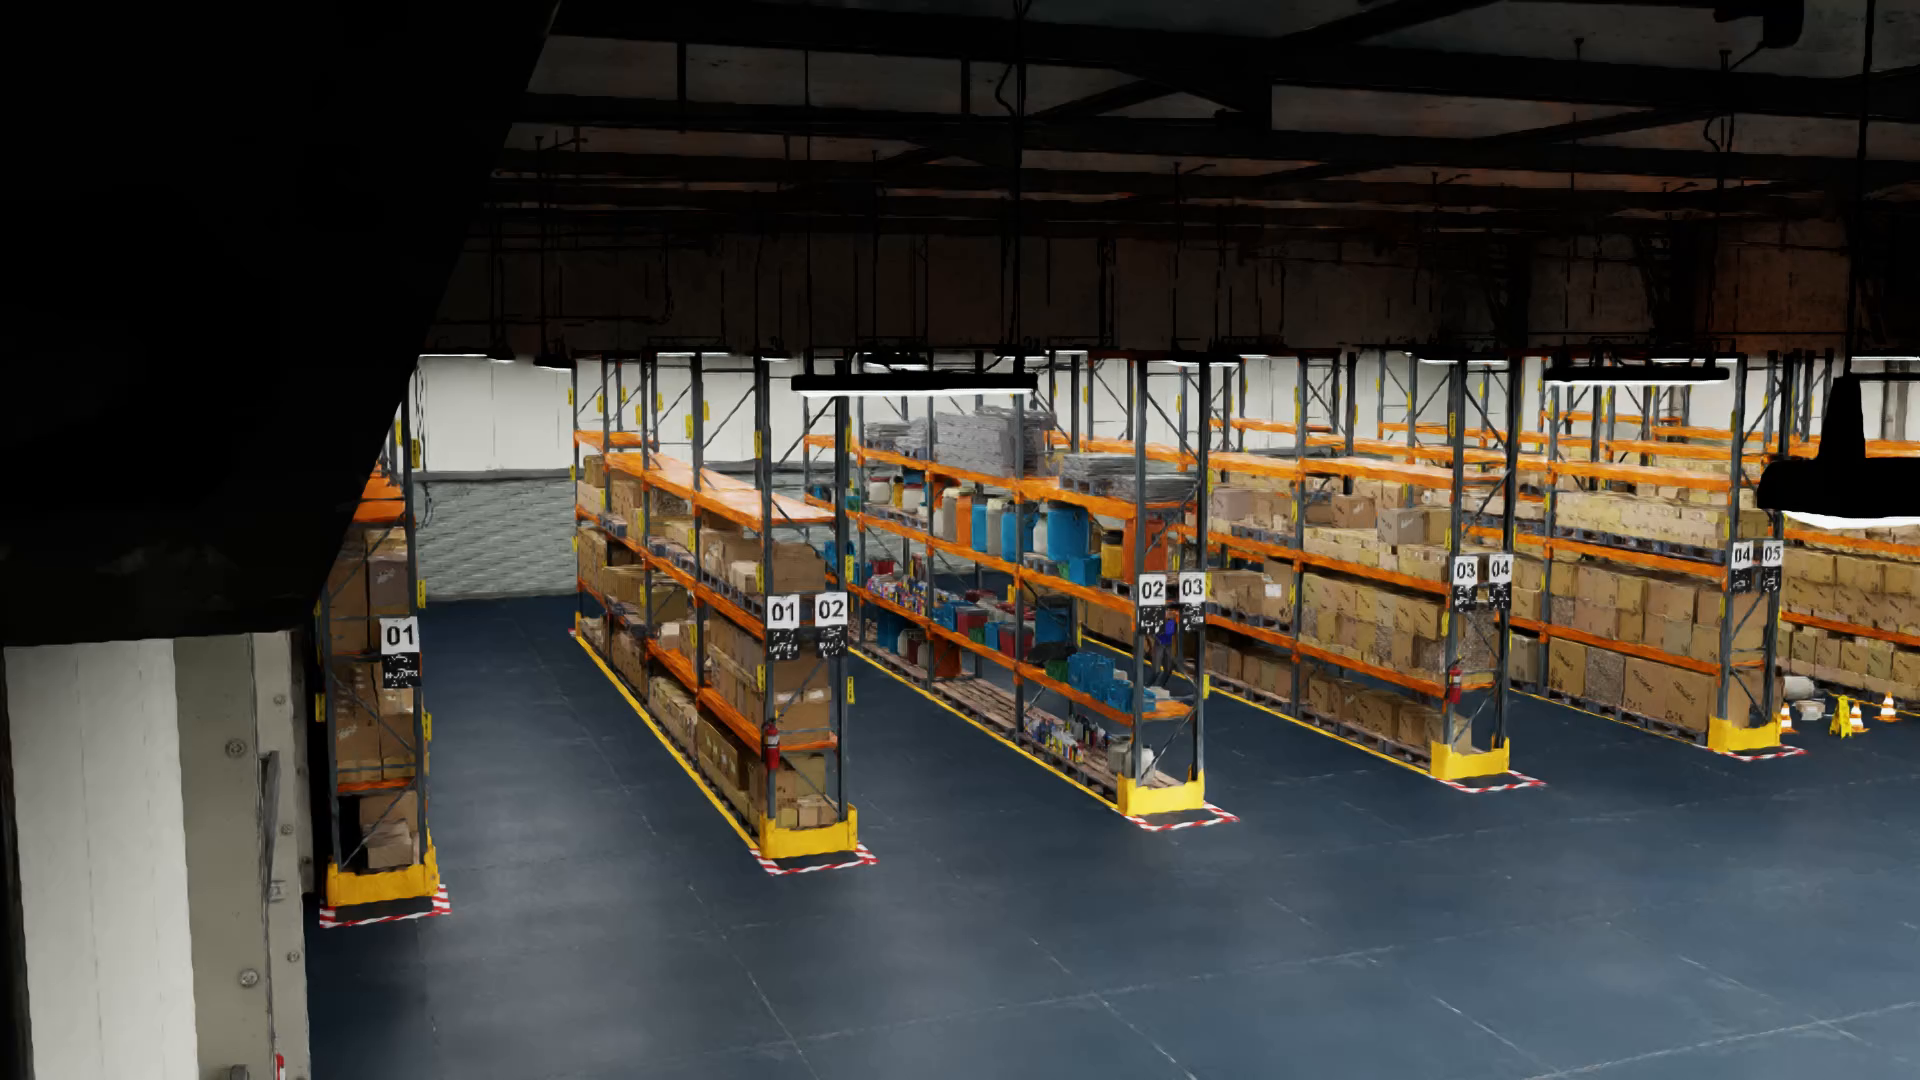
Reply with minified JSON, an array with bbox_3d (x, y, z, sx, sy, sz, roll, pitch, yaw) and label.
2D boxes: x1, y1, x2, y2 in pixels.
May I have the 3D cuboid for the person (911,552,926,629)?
[{"bbox_3d":[-0.915,1.110,35.048,0.580,1.715,1.104,-4,8,-29],"label":"person"}]

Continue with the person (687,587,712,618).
[{"bbox_3d":[-5.220,1.429,33.034,0.592,1.629,0.526,-3,8,-23],"label":"person"}]

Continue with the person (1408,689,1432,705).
[{"bbox_3d":[7.672,2.110,27.344,0.543,1.649,1.119,-3,8,-23],"label":"person"}]

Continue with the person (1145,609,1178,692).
[{"bbox_3d":[3.540,1.975,29.193,0.592,1.495,0.513,-3,8,-23],"label":"person"}]

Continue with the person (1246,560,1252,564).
[{"bbox_3d":[8.015,-0.224,45.702,0.598,1.772,0.577,2,7,14],"label":"person"}]
